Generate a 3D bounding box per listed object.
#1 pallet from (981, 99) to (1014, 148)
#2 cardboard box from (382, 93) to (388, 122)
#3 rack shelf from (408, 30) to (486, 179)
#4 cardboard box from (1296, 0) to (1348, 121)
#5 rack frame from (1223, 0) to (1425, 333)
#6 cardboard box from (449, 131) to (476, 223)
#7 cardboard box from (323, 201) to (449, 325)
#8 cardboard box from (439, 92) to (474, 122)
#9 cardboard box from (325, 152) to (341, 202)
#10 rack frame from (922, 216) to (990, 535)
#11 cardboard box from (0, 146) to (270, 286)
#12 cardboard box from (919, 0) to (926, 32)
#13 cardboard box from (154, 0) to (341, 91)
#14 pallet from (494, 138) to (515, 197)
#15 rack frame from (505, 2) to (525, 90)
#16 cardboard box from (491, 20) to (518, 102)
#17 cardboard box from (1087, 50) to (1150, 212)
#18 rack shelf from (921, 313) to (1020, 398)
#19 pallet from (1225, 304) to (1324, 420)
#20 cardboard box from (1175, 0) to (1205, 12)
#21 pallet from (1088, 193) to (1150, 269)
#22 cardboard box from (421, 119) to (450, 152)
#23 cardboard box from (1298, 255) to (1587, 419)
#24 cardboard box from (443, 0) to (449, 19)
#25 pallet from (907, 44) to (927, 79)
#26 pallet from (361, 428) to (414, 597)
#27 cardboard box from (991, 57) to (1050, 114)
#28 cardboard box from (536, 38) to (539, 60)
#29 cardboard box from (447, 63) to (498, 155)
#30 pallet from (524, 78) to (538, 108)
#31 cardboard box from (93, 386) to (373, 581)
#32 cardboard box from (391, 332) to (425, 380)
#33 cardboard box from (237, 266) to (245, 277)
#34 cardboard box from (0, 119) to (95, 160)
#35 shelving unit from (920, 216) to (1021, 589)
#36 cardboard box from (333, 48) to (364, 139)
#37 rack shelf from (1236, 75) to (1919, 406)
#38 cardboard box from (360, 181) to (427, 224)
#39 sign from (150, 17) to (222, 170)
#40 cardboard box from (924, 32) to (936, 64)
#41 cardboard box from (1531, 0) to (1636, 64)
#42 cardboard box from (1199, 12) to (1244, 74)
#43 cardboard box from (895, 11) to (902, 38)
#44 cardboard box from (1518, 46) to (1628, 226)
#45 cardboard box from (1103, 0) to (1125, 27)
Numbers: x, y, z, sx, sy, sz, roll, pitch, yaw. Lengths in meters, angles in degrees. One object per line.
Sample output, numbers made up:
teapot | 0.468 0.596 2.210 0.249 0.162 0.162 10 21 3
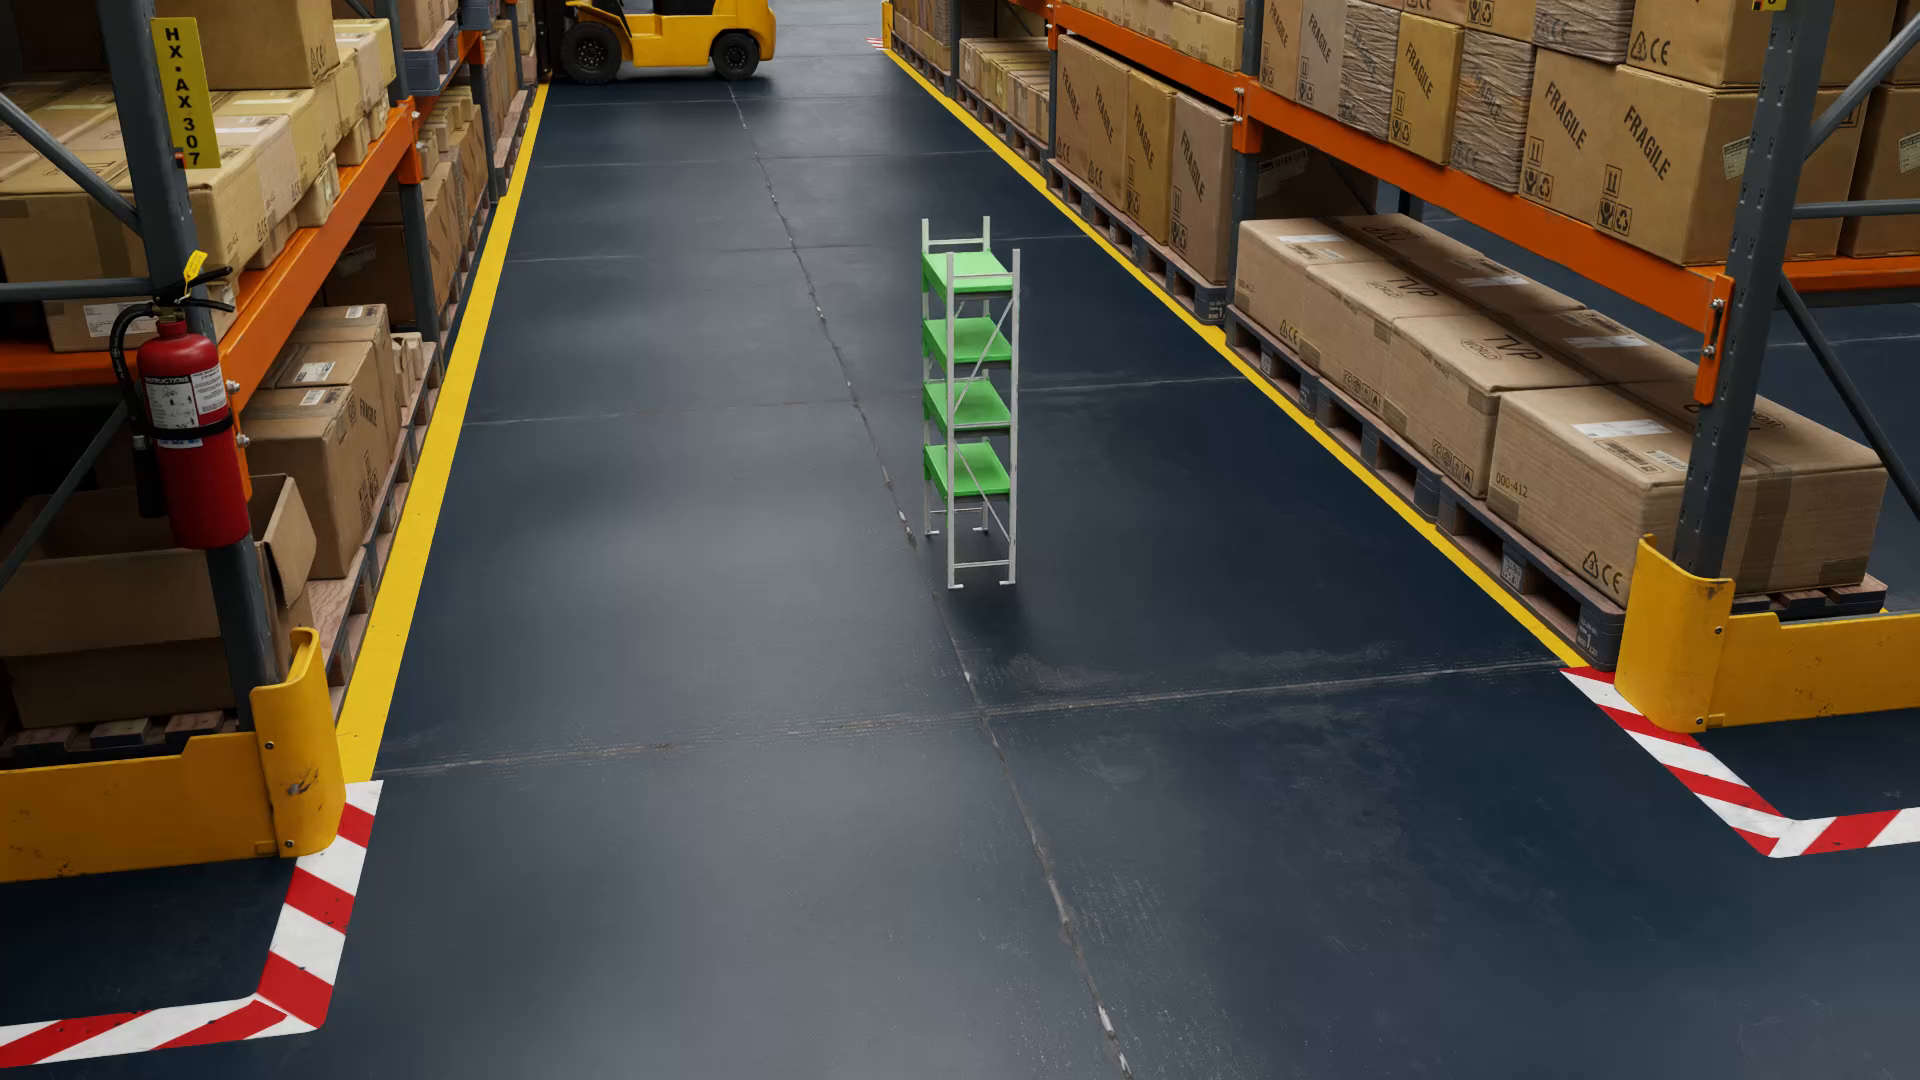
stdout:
pallet | 0.787 -3.571 14.162 1.003 0.211 1.213 -4 24 -10
cardboard box | -2.609 -1.797 6.931 0.380 0.149 0.250 -4 24 -8
rack shelf | -3.355 -2.577 9.301 1.077 0.370 4.000 -4 24 -10
cardboard box | 1.811 -2.132 7.260 0.500 0.500 0.500 -4 24 -9
rack frame | 1.892 -2.489 8.201 1.000 3.000 0.127 -4 24 -10
cardboard box | -3.254 -2.187 10.107 0.500 0.500 0.500 -3 24 -7
cardboard box | -2.854 -1.374 8.246 0.500 0.500 0.500 -3 24 -7
cardboard box | -3.304 -2.757 10.603 0.380 0.149 0.250 -6 24 -12
cardboard box | -2.295 -1.194 5.549 0.380 0.149 0.250 -4 24 -9
rack frame | -0.014 -0.581 6.081 0.240 1.200 0.015 -4 24 -10
cardboard box | -2.065 -0.813 4.179 0.500 0.250 0.500 -4 24 -9
cardboard box | -0.152 -5.525 17.126 0.500 0.500 0.500 -3 24 -7
cardboard box | -2.343 -1.746 5.379 0.500 0.500 0.500 -4 24 -8
pallet | -3.839 -2.742 12.265 1.003 0.211 1.213 -4 24 -10
rack frame | -4.465 -5.267 14.561 1.000 3.000 0.127 -4 24 -10
cardboard box | -4.357 -4.166 14.484 0.875 0.625 0.625 -3 24 -7
cardboard box | 1.359 -2.652 10.704 0.875 0.875 0.875 -4 24 -9
rack shelf | 0.031 -0.646 5.790 0.258 0.148 0.480 -4 24 -10
pallet | 1.956 -0.906 8.061 1.003 0.211 1.213 -4 24 -10
cardboard box | 1.472 -3.001 8.935 0.500 0.250 0.500 -4 24 -8
pallet | 1.446 -1.990 10.542 1.003 0.211 1.213 -4 24 -10
cardboard box | -3.167 -2.338 9.644 0.380 0.149 0.250 -5 24 -12
cardboard box | 2.069 -0.900 7.240 0.875 0.438 0.875 -5 24 -11
cardboard box | -2.865 -2.826 8.615 0.396 0.266 0.258 -3 24 -7
pallet | 0.025 -5.100 17.664 1.003 0.211 1.213 -4 24 -10
pallet | -2.630 -0.091 6.195 1.003 0.211 1.213 -4 24 -10
cardboard box | 0.779 -3.862 14.103 0.950 0.372 0.625 -4 24 -8
cardboard box | -4.523 -5.015 16.895 0.500 0.250 0.500 -4 24 -8
cardboard box | -3.827 -3.044 11.914 0.875 0.625 0.625 -4 24 -8
pallet | -4.571 -4.305 15.842 1.003 0.211 1.213 -4 24 -10
cardboard box | -2.385 -0.180 5.513 0.700 0.500 0.500 -3 24 -8
cardboard box | -2.594 -0.809 7.391 0.380 0.149 0.250 -5 24 -11
cardboard box | -2.212 -0.778 4.599 0.380 0.149 0.250 -5 24 -10
cardboard box | -2.686 -0.978 4.558 0.500 0.250 0.500 -4 24 -10
shelving unit | 0.031 -0.485 5.861 0.258 1.200 0.503 -4 24 -10
cardboard box | -2.465 -1.612 6.009 0.500 0.250 0.500 -4 24 -10
rack shelf | 2.262 -1.372 6.543 1.077 0.370 4.000 -4 24 -10
cardboard box | -2.790 -1.625 8.011 0.380 0.149 0.250 -3 24 -7
sign | -1.712 -0.984 3.673 0.100 0.325 0.005 -4 24 -10
cardboard box | -0.069 -4.989 16.837 0.500 0.250 0.500 -5 24 -11
cardboard box | 2.183 -1.795 5.238 0.500 0.500 0.500 -4 24 -10
cardboard box | 1.561 -2.578 8.592 0.500 0.250 0.500 -5 24 -11
cardboard box | -0.450 -5.803 18.701 0.500 0.250 0.500 -5 24 -10
cardboard box | 2.204 -1.330 5.422 0.500 0.500 0.500 -5 24 -11
cardboard box | 1.199 -3.375 10.417 0.500 0.250 0.500 -4 24 -8
